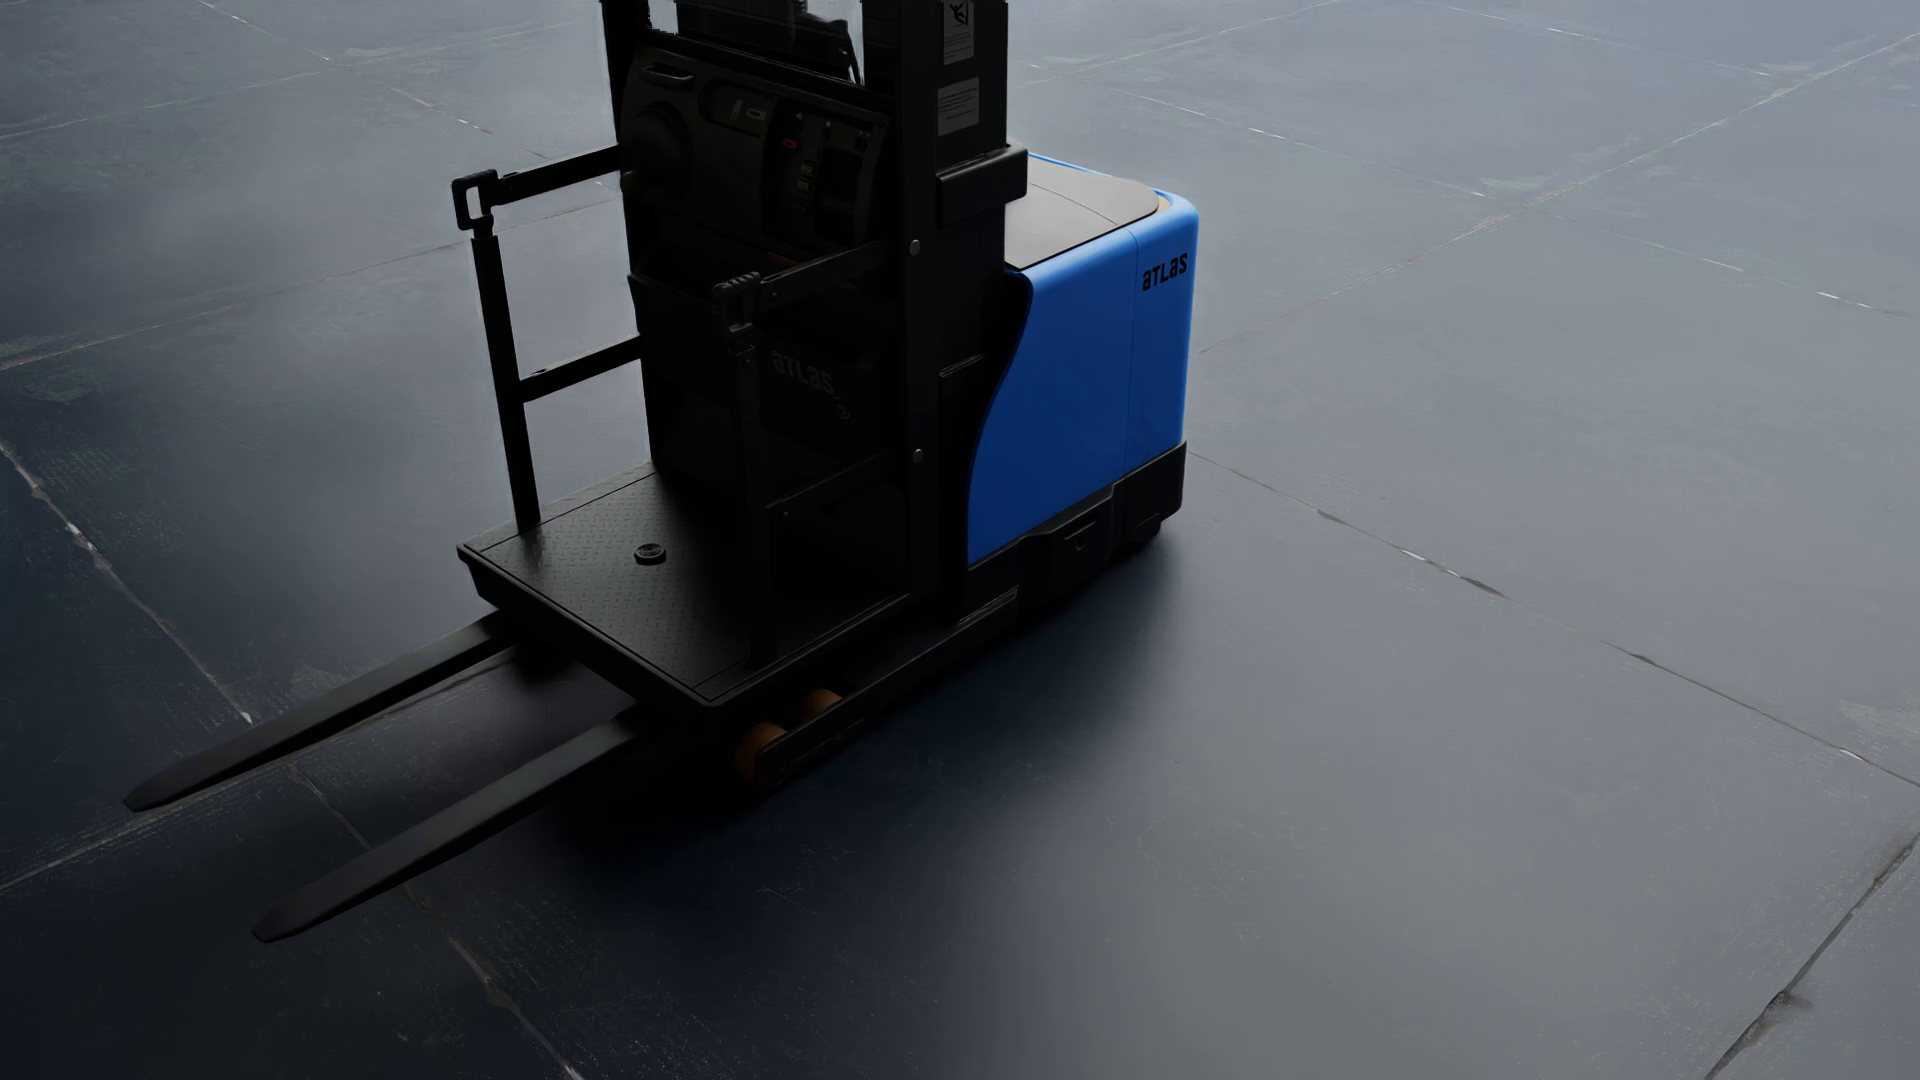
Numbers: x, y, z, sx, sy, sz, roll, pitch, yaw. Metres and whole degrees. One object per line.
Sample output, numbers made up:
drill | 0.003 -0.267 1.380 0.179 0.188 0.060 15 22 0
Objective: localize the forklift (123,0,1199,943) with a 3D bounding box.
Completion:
forklift | -0.662 -0.921 3.947 1.130 2.935 3.031 26 40 35
